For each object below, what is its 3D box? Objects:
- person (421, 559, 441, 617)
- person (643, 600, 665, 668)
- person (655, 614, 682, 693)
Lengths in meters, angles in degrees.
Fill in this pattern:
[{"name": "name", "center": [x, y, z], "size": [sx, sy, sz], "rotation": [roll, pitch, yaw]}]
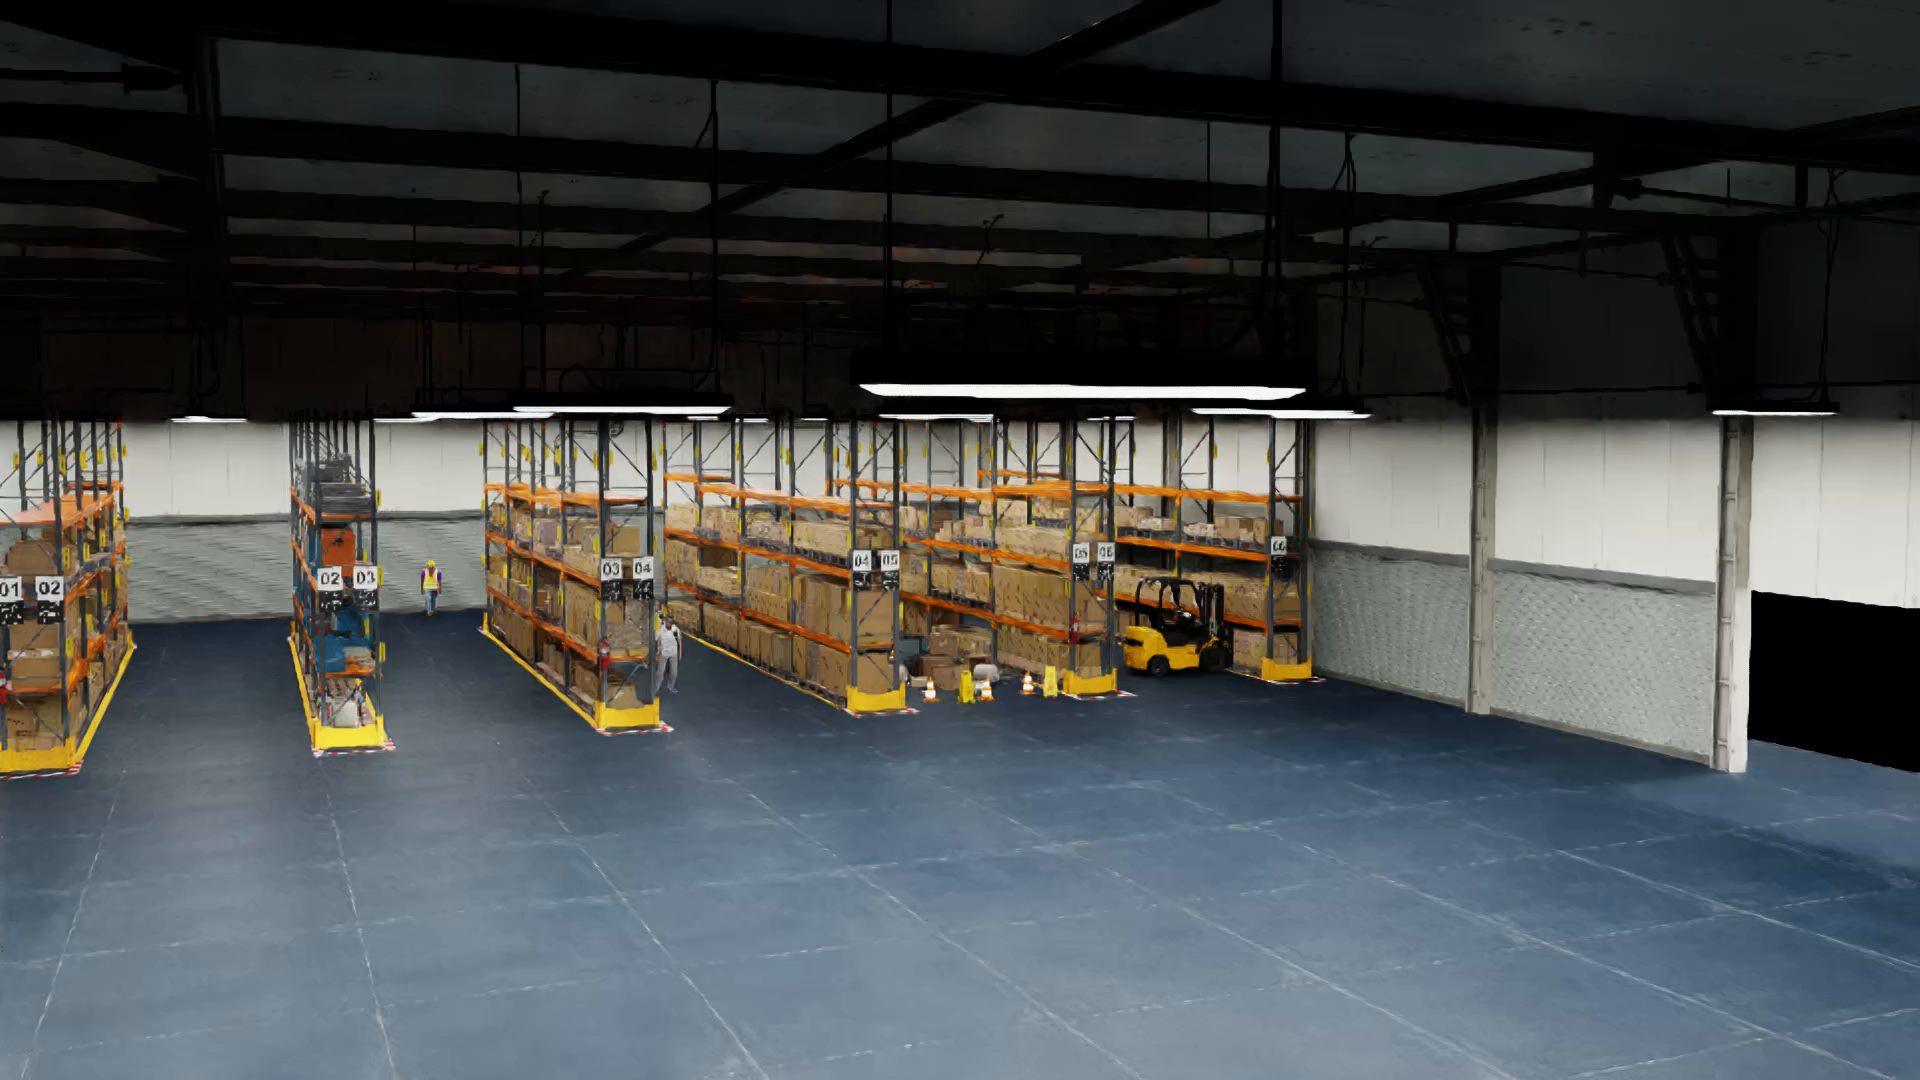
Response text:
[{"name": "person", "center": [-15.668, 1.416, 49.315], "size": [0.575, 1.689, 1.128], "rotation": [-2, 4, -25]}, {"name": "person", "center": [-7.141, 2.195, 38.882], "size": [0.639, 1.628, 0.506], "rotation": [-2, 4, -25]}, {"name": "person", "center": [-6.215, 2.403, 35.241], "size": [0.682, 1.715, 0.536], "rotation": [-2, 4, -26]}]
